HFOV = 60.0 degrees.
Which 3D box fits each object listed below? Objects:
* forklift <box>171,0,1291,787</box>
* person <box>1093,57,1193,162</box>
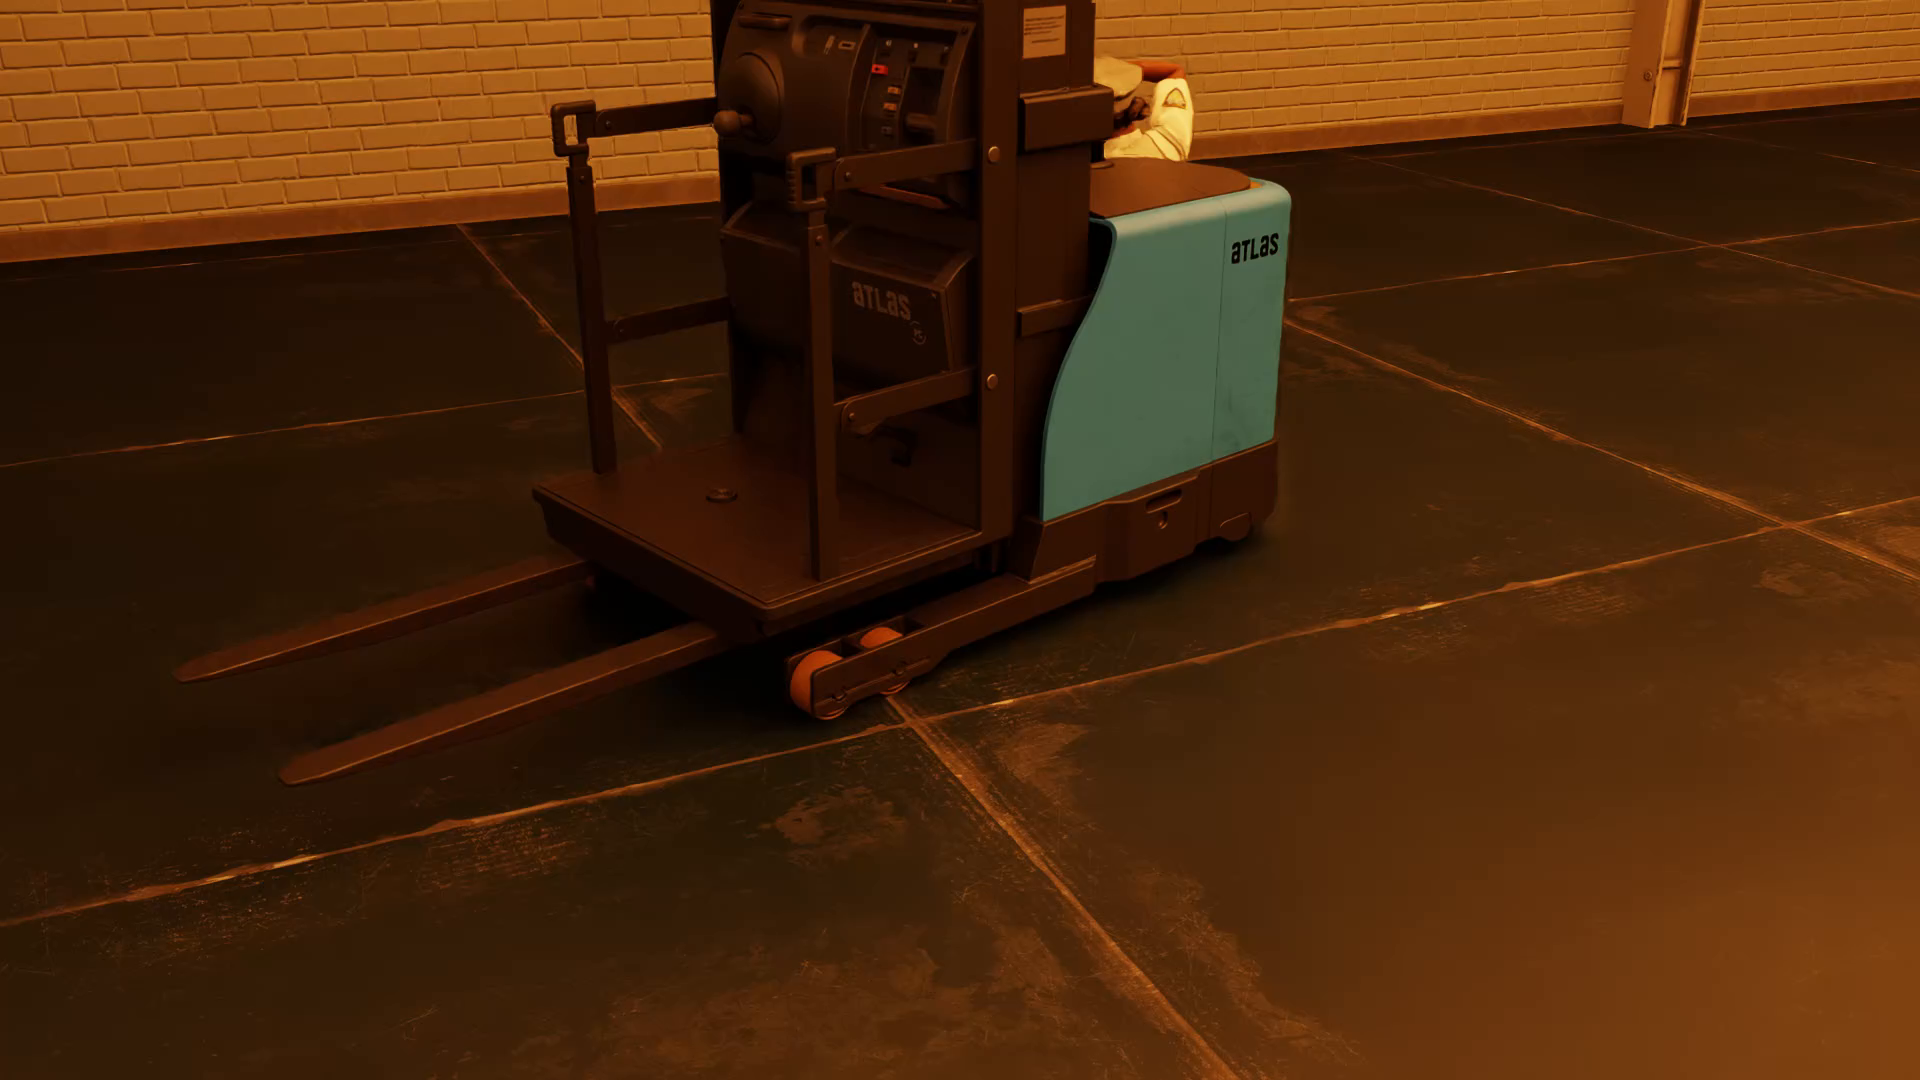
[{"bbox_3d":[-0.459,-1.141,4.032,3.031,2.935,1.130,-19,29,-39],"label":"forklift"},{"bbox_3d":[0.326,-0.881,5.459,0.965,1.398,0.882,8,24,18],"label":"person"}]
